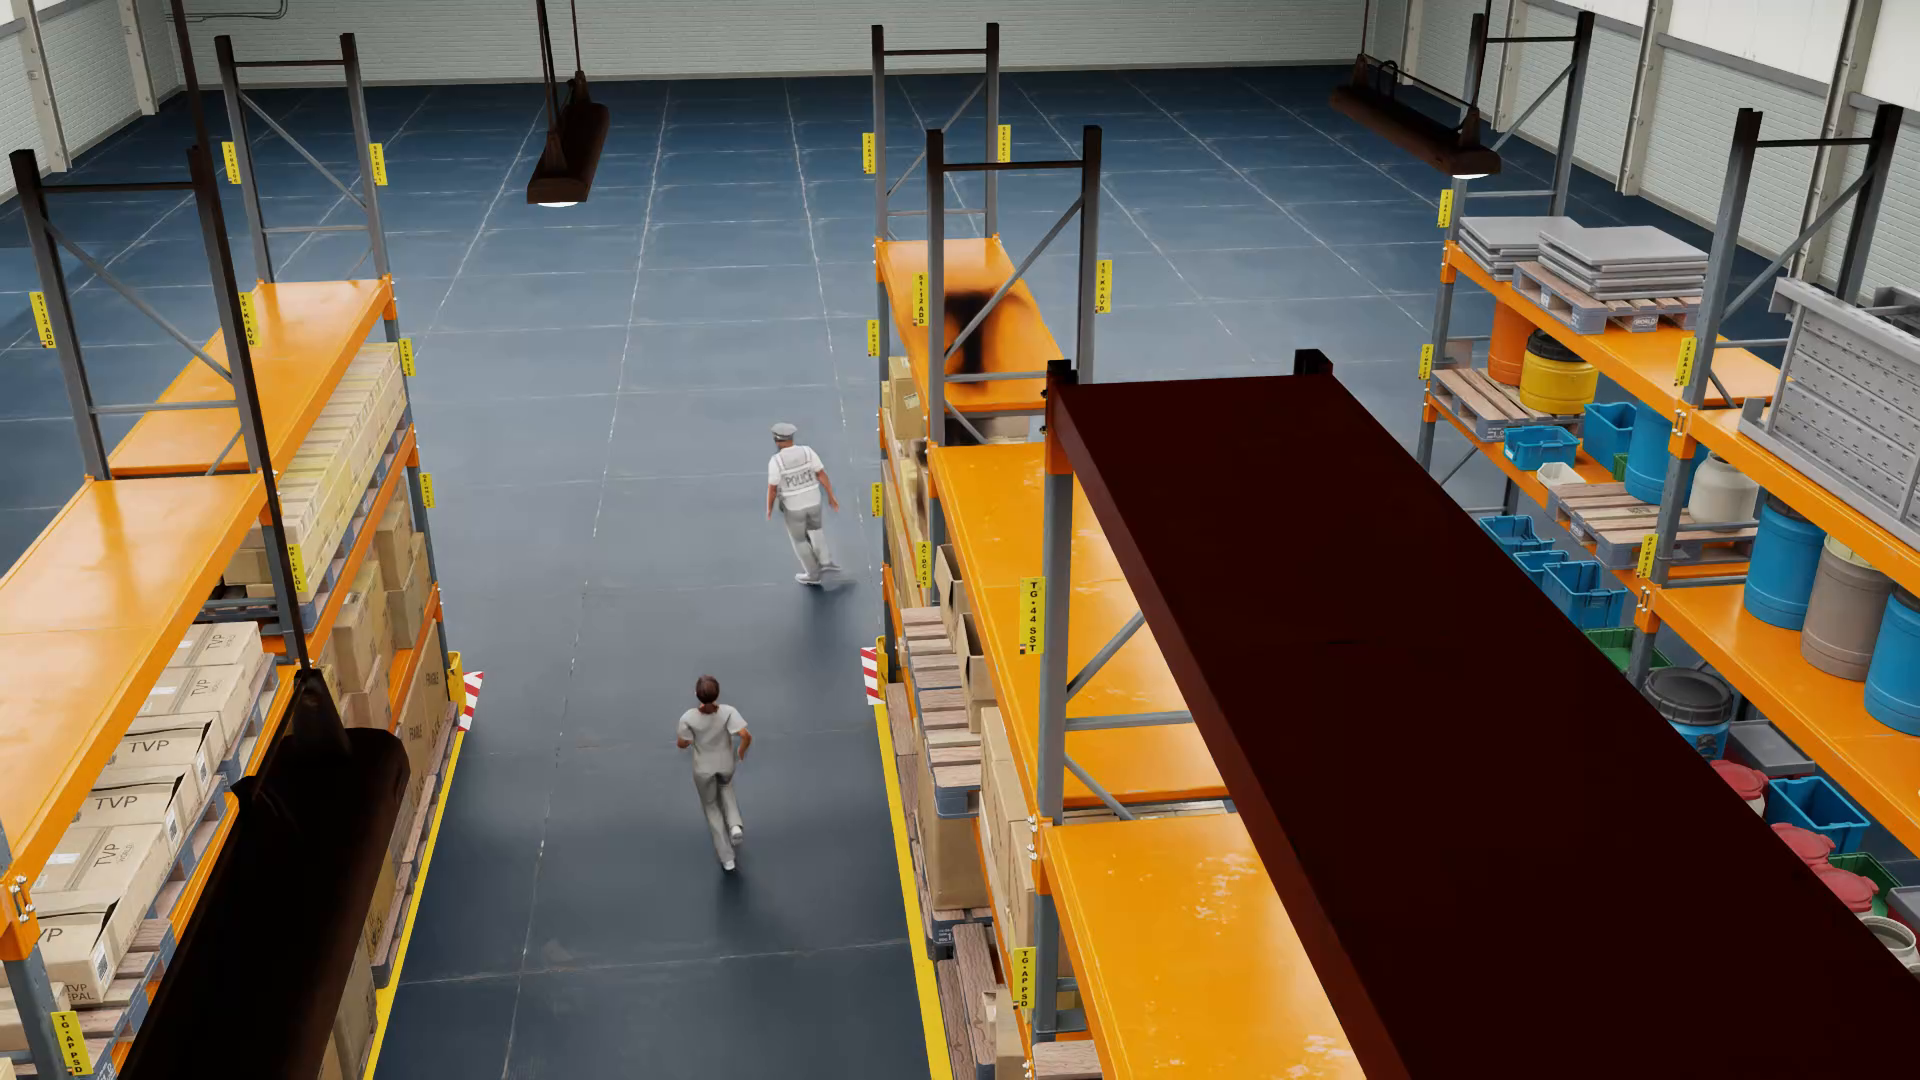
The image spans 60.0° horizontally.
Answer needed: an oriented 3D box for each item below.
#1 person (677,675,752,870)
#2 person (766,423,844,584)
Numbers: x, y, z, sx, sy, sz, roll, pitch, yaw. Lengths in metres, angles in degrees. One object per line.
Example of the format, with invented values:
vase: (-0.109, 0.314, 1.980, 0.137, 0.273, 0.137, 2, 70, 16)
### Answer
person: (-1.916, 1.750, 12.925, 0.536, 1.617, 0.627, -10, 27, -19)
person: (-1.629, -0.352, 17.286, 0.707, 1.712, 0.580, -15, 30, -29)
